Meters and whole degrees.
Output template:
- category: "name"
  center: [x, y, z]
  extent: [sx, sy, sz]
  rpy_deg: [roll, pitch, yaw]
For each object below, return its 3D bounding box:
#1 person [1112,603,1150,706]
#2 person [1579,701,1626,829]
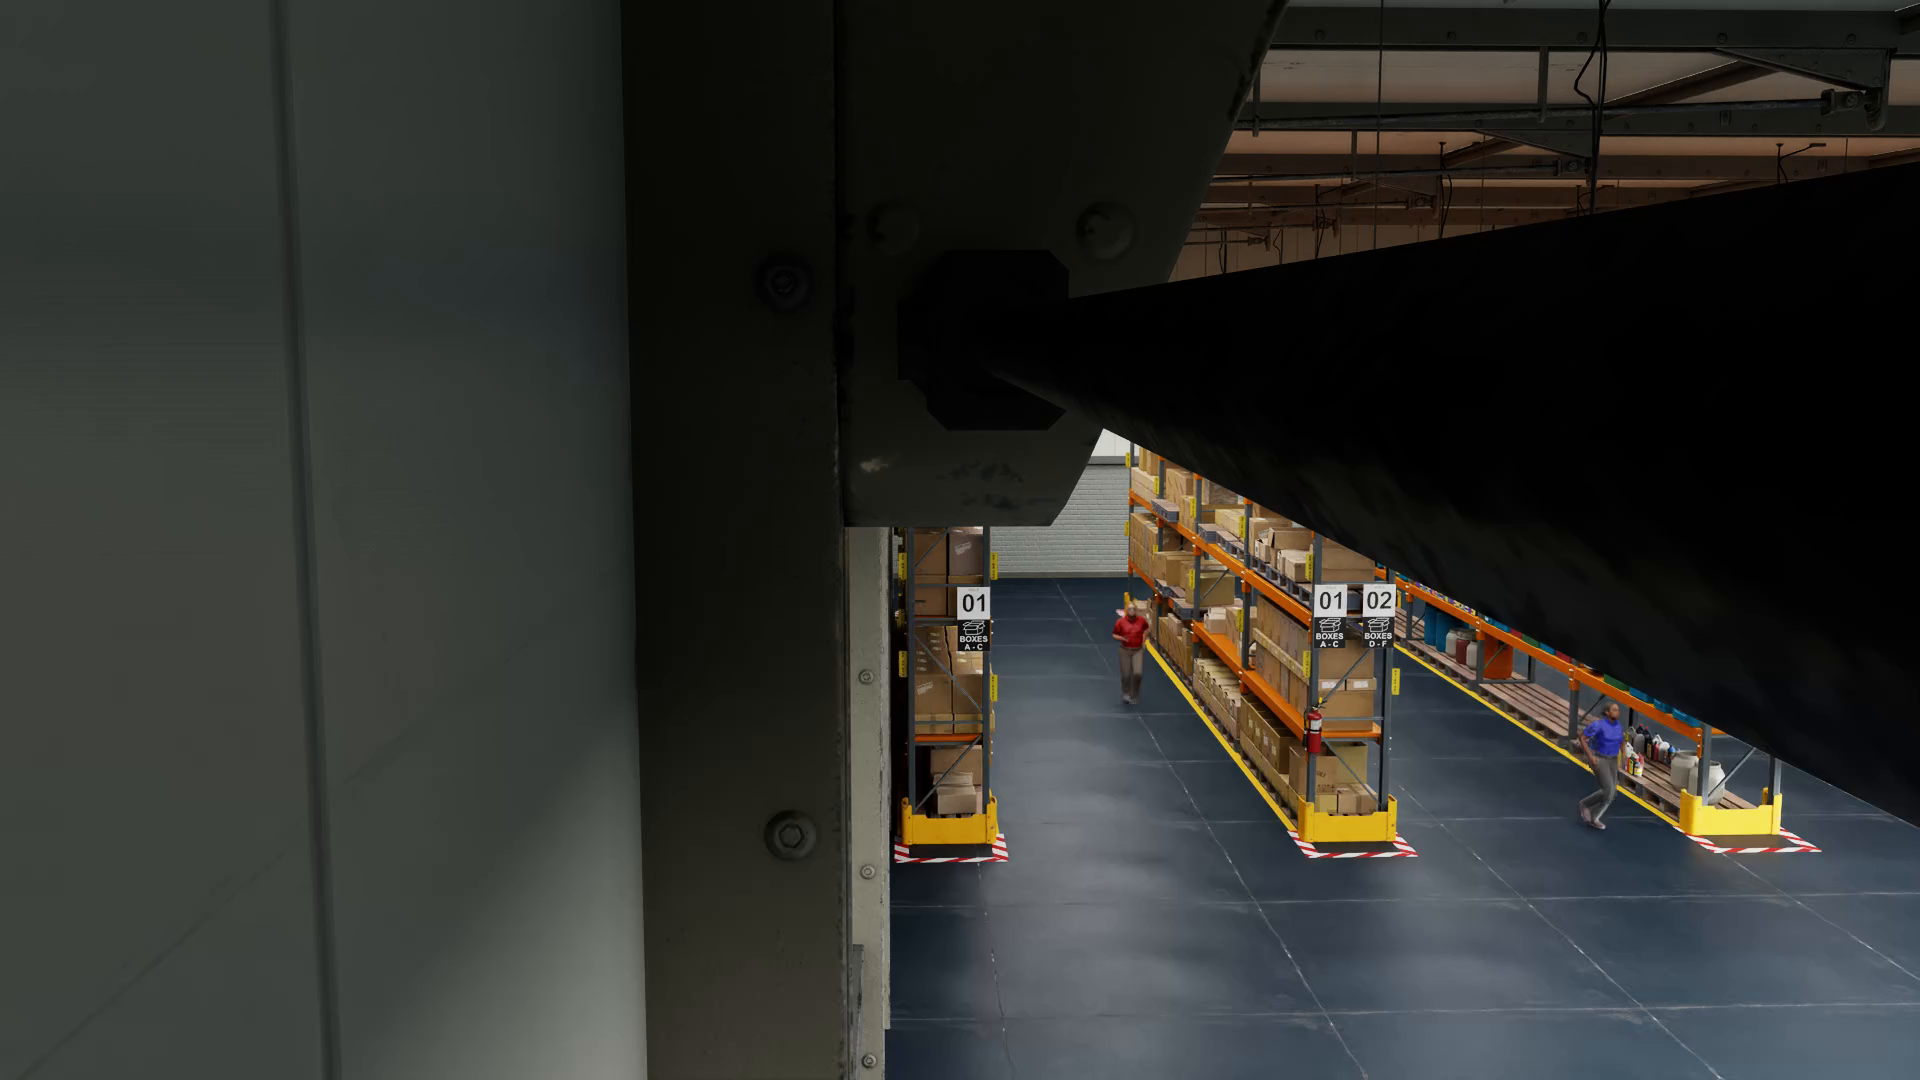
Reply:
- category: "person"
  center: [2.887, 1.931, 27.910]
  extent: [0.654, 1.761, 0.693]
  rpy_deg: [0, 7, -1]
- category: "person"
  center: [8.208, 2.855, 21.077]
  extent: [0.606, 1.599, 0.491]
  rpy_deg: [-4, 8, -28]
